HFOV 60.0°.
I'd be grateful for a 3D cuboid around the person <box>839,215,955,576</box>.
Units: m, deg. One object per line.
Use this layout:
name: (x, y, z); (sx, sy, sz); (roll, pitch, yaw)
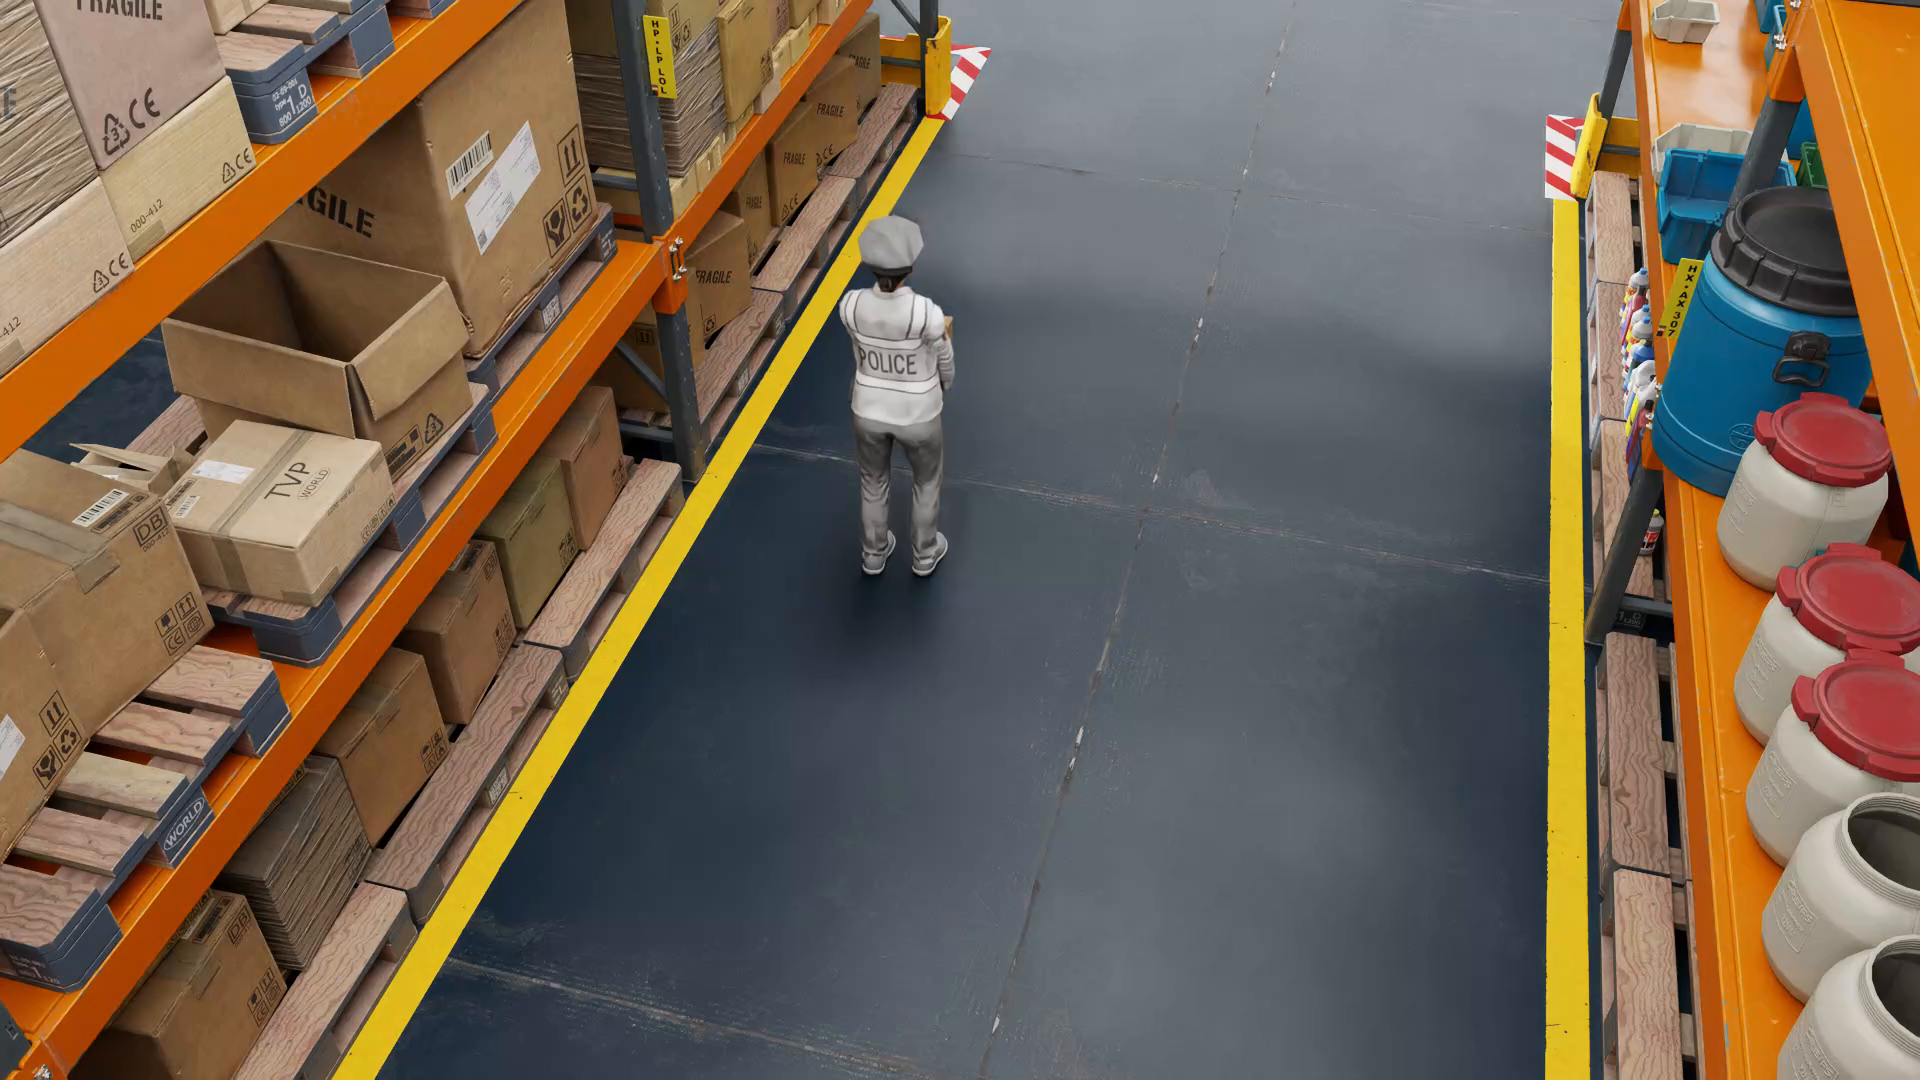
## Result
person: (-0.242, -0.579, 6.809); (0.416, 1.684, 0.530); (9, 42, 11)
